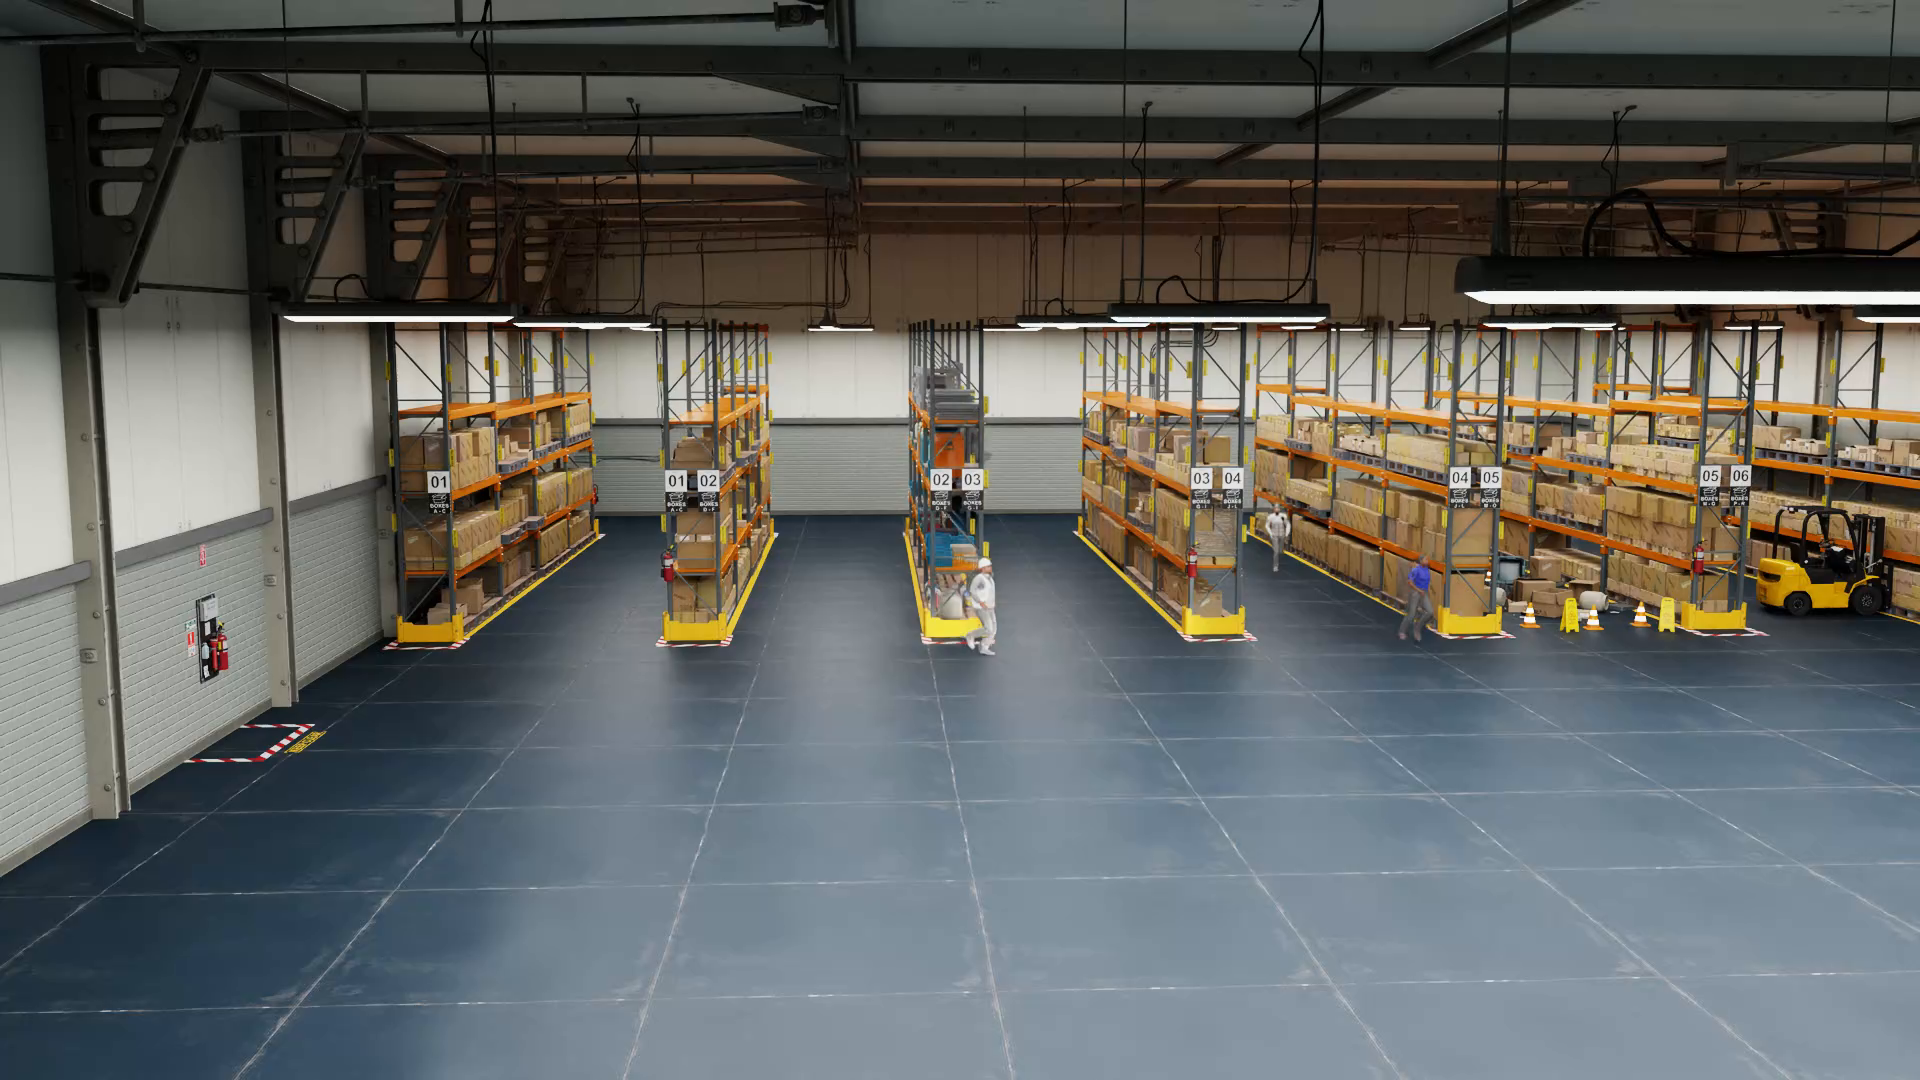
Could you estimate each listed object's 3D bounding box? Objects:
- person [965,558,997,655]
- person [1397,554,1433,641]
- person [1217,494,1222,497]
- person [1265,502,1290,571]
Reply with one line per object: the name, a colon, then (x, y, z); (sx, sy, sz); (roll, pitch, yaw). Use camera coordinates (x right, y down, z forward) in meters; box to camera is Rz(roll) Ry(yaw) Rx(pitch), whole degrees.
person: (0.380, 1.197, 29.838); (0.556, 1.755, 0.680); (4, 8, 27)
person: (8.652, 1.074, 31.269); (0.647, 1.635, 0.631); (-4, 8, -30)
person: (7.191, -0.886, 47.082); (0.628, 1.617, 0.527); (-1, 7, -4)
person: (7.737, -0.098, 40.566); (0.626, 1.681, 0.621); (0, 7, 2)
